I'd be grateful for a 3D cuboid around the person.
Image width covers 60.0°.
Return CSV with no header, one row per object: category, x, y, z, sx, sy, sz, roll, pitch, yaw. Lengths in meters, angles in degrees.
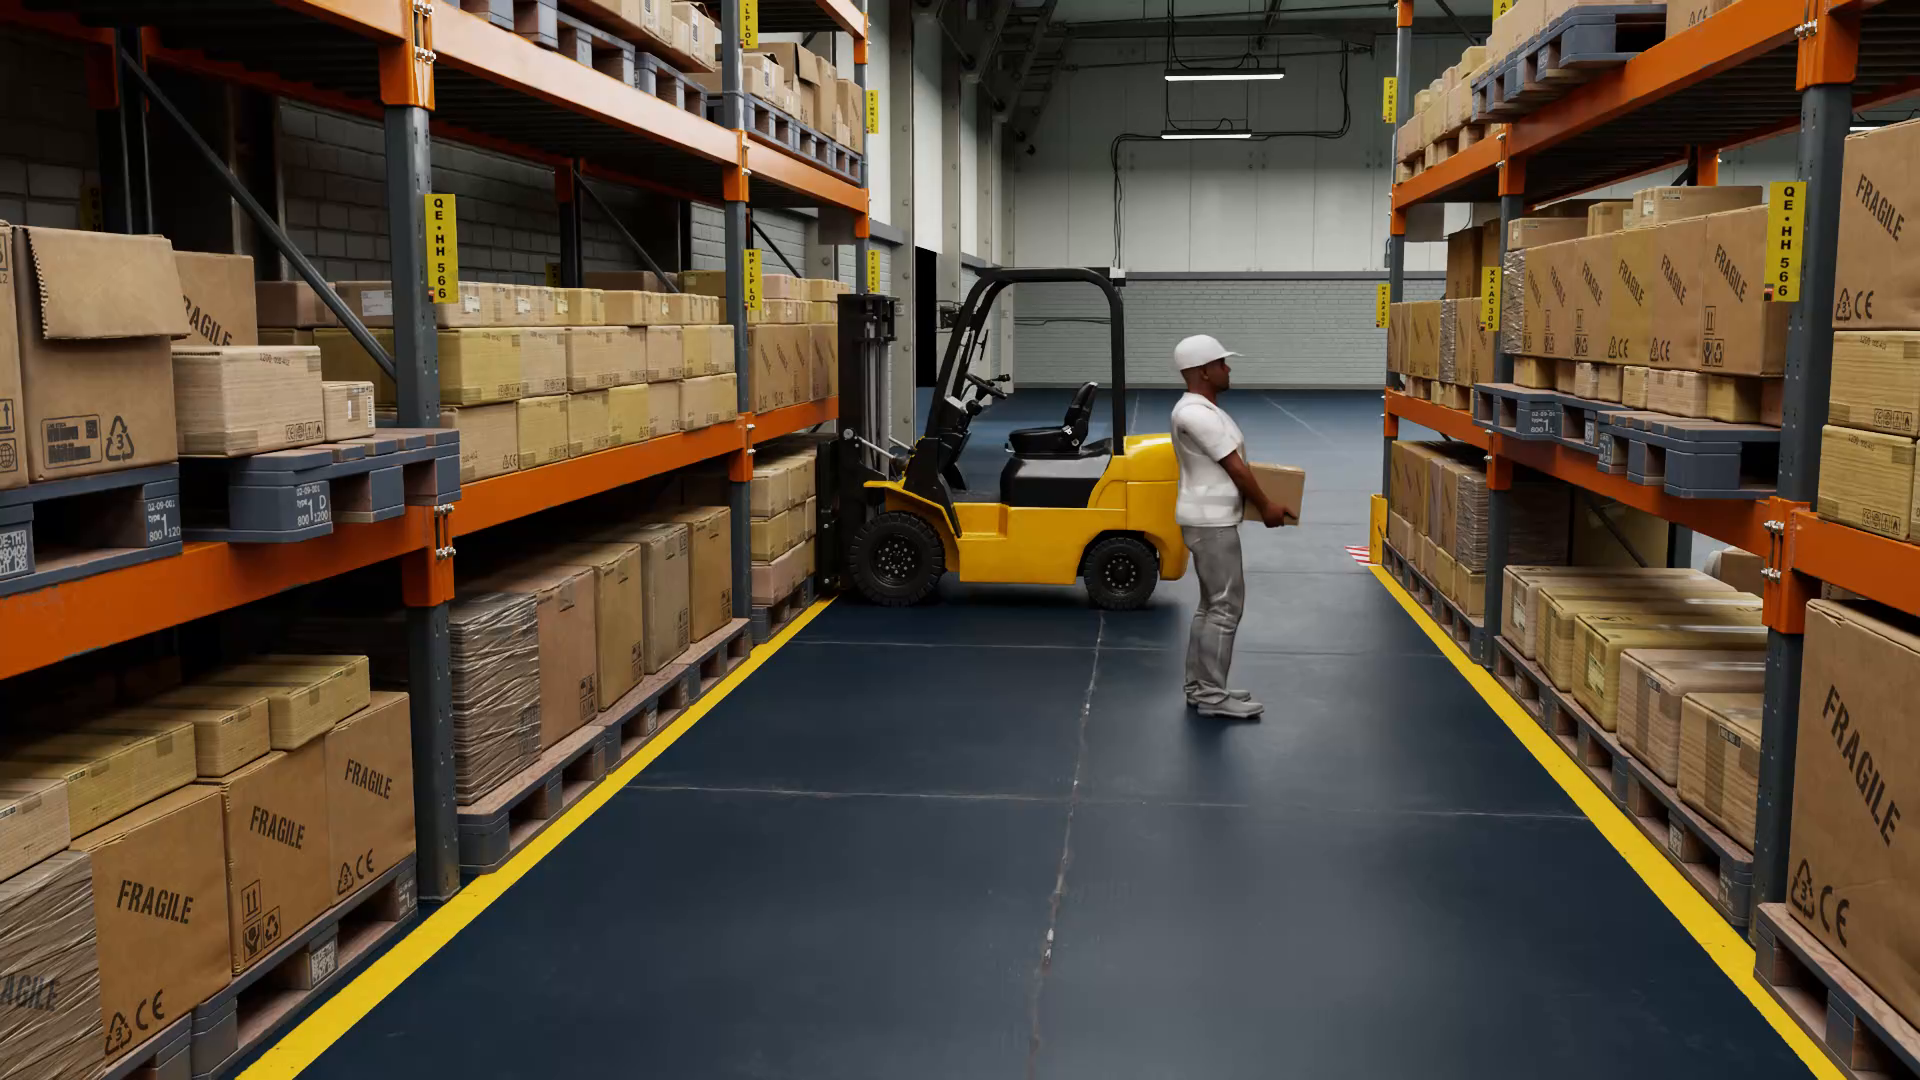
person,1.263,-0.070,7.753,0.577,1.761,0.502,1,8,6
